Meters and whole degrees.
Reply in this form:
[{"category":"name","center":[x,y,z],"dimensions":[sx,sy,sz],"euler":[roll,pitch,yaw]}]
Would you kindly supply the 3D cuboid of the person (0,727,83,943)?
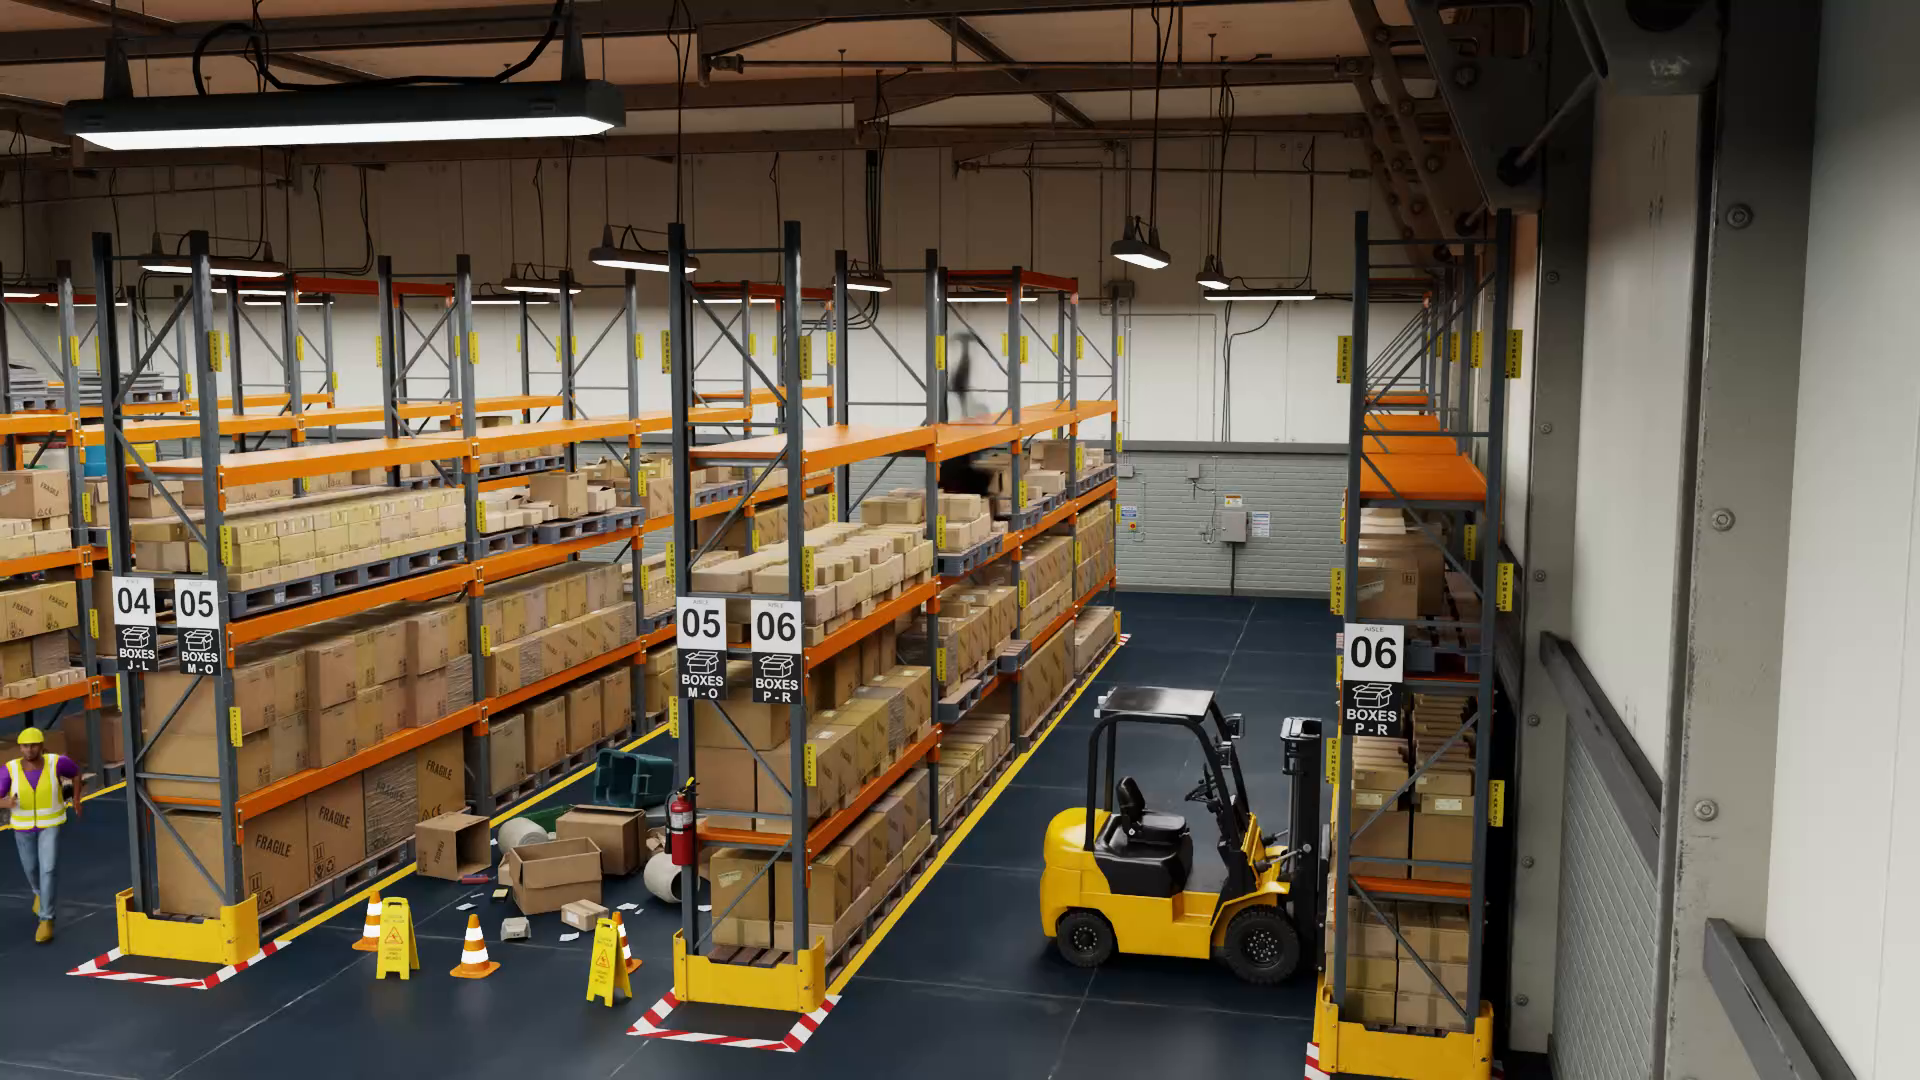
[{"category":"person","center":[-8.048,2.500,14.505],"dimensions":[0.687,1.780,0.950],"euler":[-3,7,-21]}]
